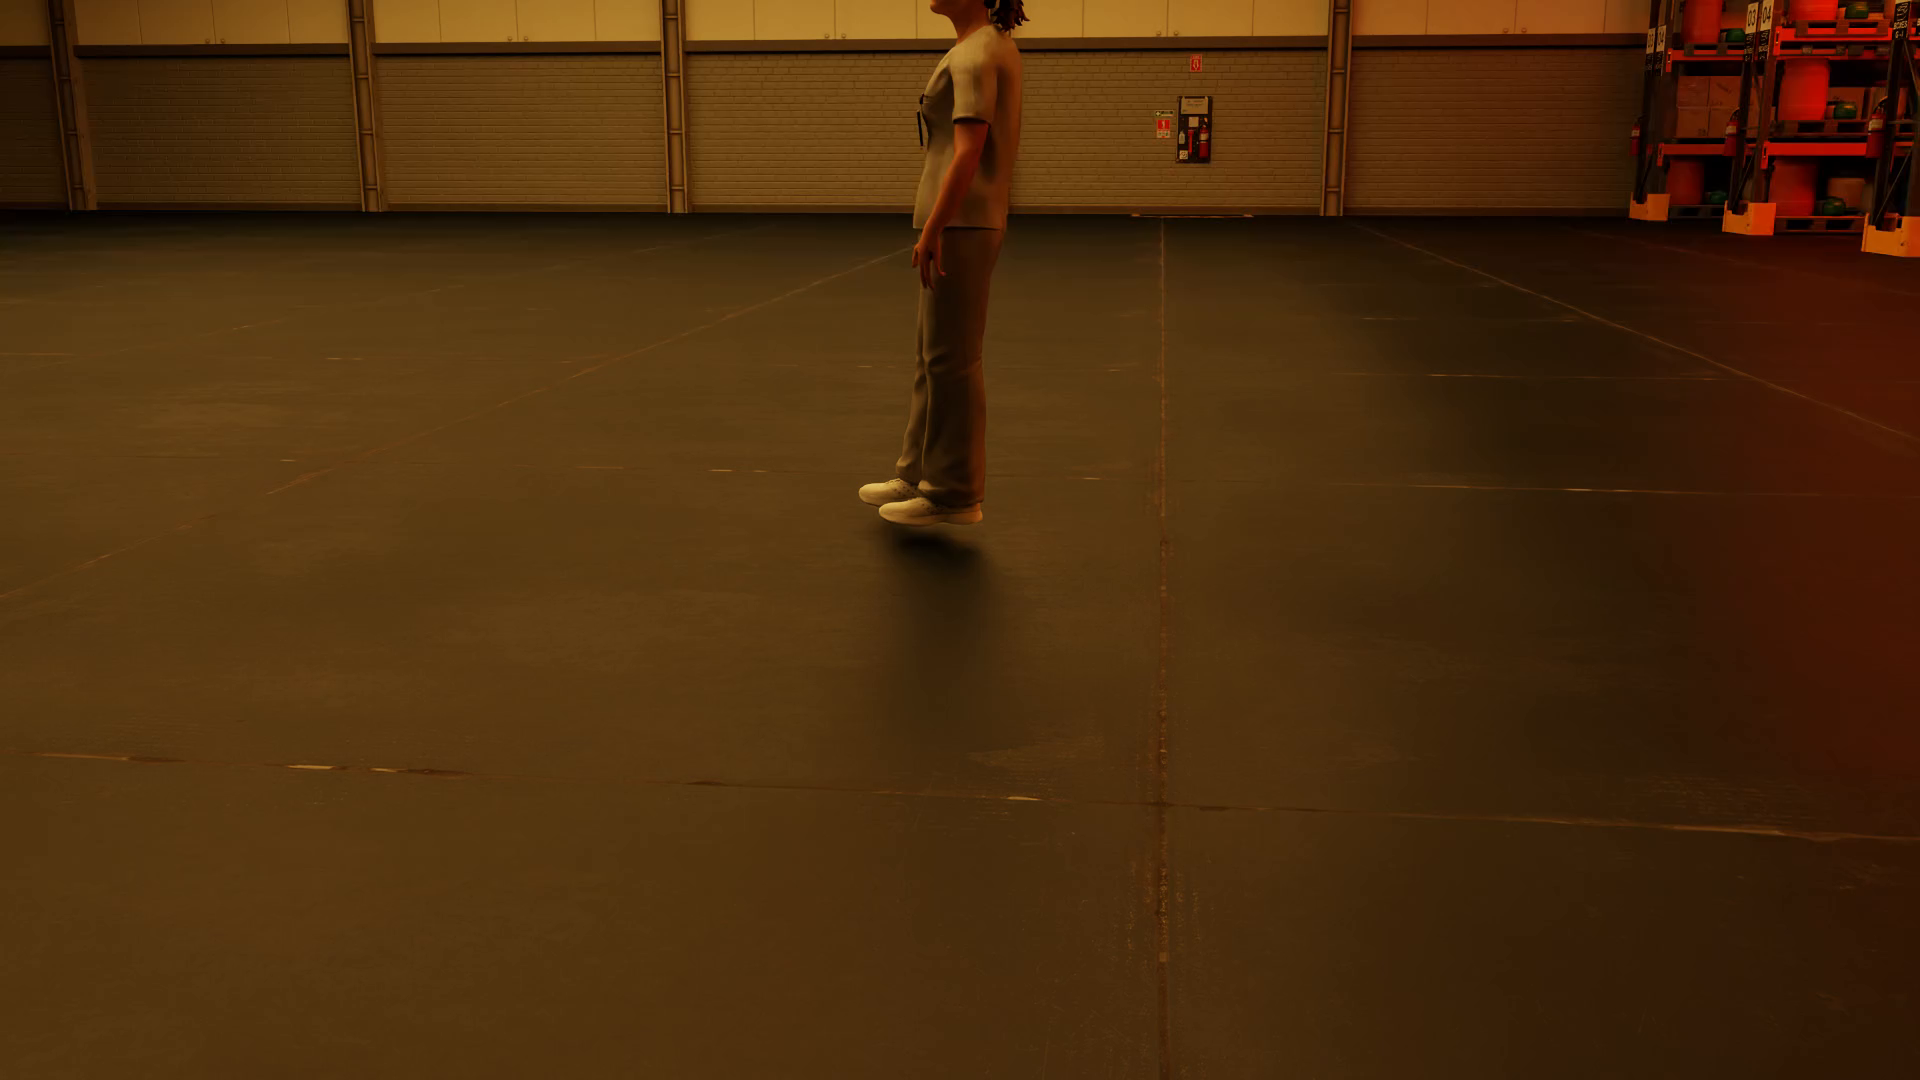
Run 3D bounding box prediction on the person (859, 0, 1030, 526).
[{"bbox_3d":[-0.072,-0.867,4.767,0.547,1.673,0.549,2,13,7],"label":"person"}]
